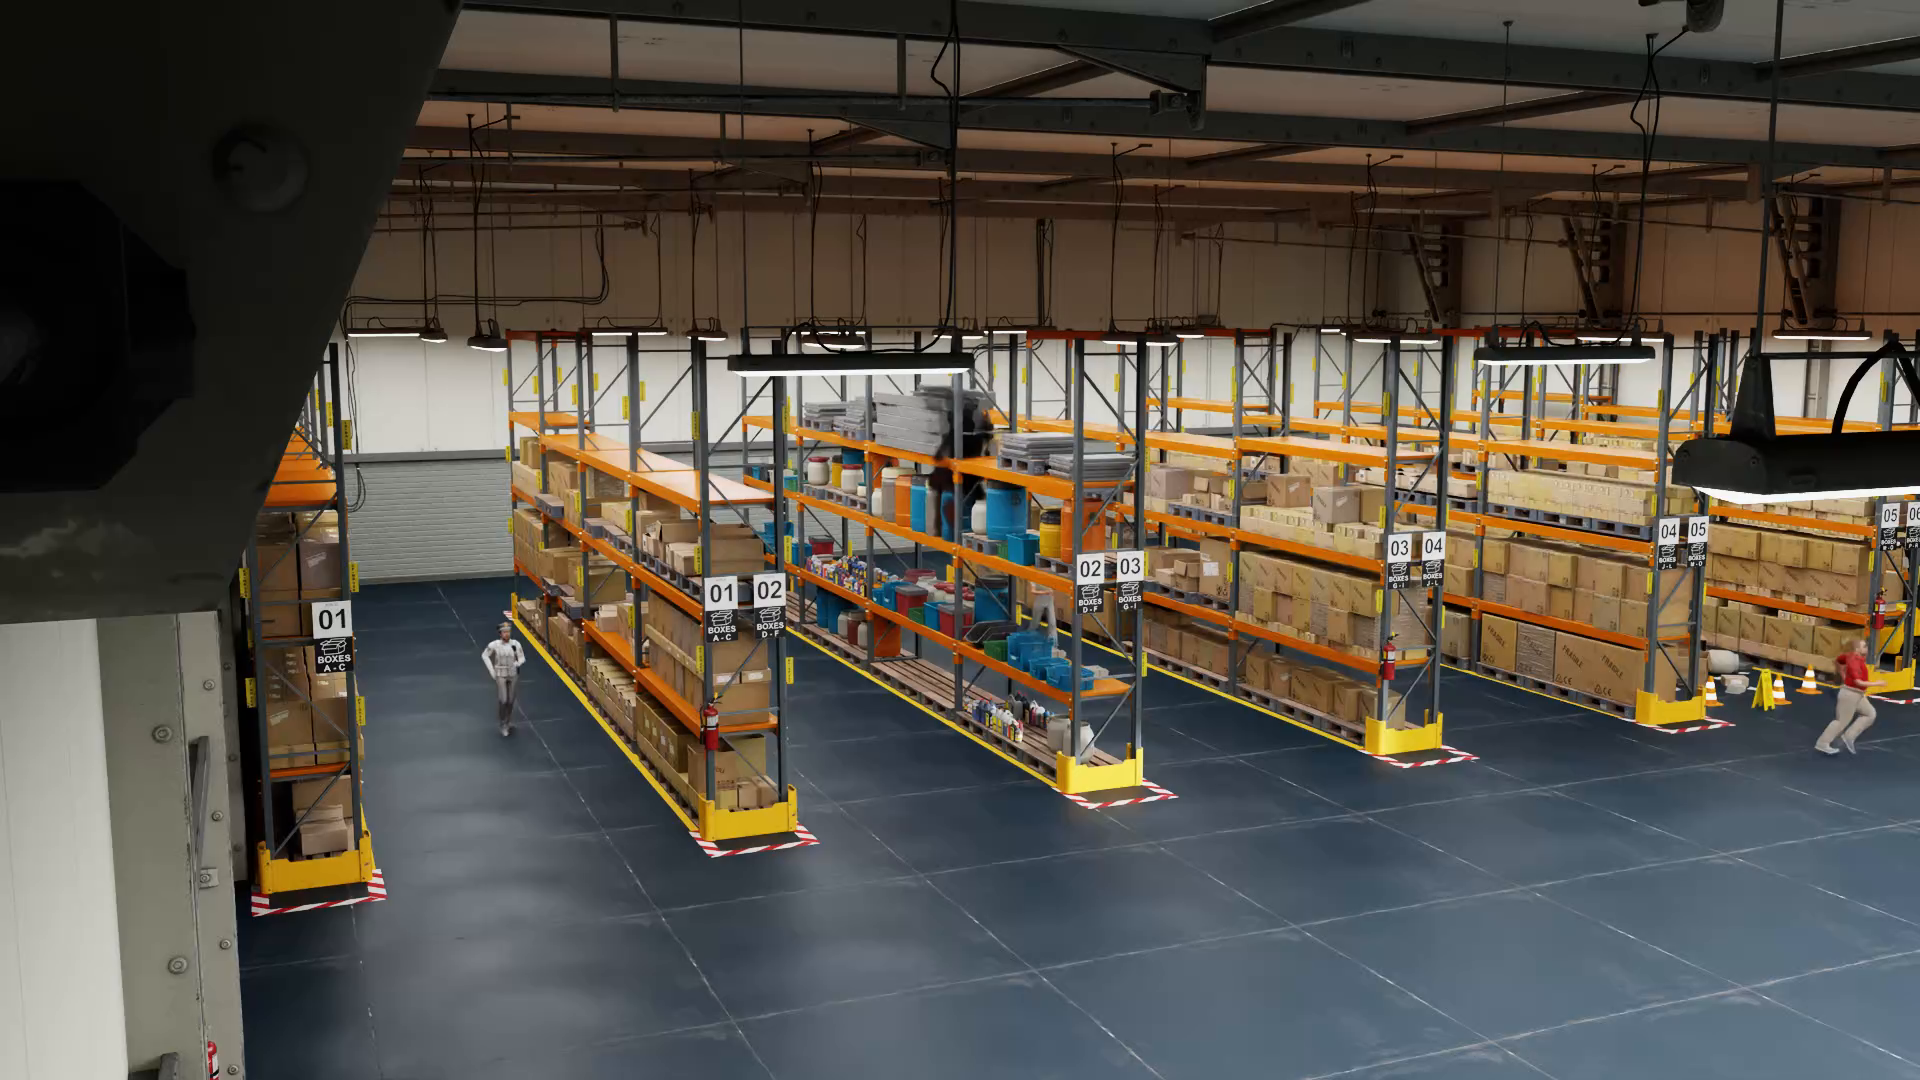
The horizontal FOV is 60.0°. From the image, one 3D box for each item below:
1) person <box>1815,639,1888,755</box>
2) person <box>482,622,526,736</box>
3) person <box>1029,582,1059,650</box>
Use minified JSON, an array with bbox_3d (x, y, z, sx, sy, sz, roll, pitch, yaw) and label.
[{"bbox_3d":[12.796,2.242,23.815,0.847,1.693,0.674,4,9,29],"label":"person"},{"bbox_3d":[-6.872,2.102,25.161,0.603,1.756,0.629,-4,9,-28],"label":"person"},{"bbox_3d":[1.501,1.185,29.757,0.565,1.702,0.904,-5,9,-34],"label":"person"}]
